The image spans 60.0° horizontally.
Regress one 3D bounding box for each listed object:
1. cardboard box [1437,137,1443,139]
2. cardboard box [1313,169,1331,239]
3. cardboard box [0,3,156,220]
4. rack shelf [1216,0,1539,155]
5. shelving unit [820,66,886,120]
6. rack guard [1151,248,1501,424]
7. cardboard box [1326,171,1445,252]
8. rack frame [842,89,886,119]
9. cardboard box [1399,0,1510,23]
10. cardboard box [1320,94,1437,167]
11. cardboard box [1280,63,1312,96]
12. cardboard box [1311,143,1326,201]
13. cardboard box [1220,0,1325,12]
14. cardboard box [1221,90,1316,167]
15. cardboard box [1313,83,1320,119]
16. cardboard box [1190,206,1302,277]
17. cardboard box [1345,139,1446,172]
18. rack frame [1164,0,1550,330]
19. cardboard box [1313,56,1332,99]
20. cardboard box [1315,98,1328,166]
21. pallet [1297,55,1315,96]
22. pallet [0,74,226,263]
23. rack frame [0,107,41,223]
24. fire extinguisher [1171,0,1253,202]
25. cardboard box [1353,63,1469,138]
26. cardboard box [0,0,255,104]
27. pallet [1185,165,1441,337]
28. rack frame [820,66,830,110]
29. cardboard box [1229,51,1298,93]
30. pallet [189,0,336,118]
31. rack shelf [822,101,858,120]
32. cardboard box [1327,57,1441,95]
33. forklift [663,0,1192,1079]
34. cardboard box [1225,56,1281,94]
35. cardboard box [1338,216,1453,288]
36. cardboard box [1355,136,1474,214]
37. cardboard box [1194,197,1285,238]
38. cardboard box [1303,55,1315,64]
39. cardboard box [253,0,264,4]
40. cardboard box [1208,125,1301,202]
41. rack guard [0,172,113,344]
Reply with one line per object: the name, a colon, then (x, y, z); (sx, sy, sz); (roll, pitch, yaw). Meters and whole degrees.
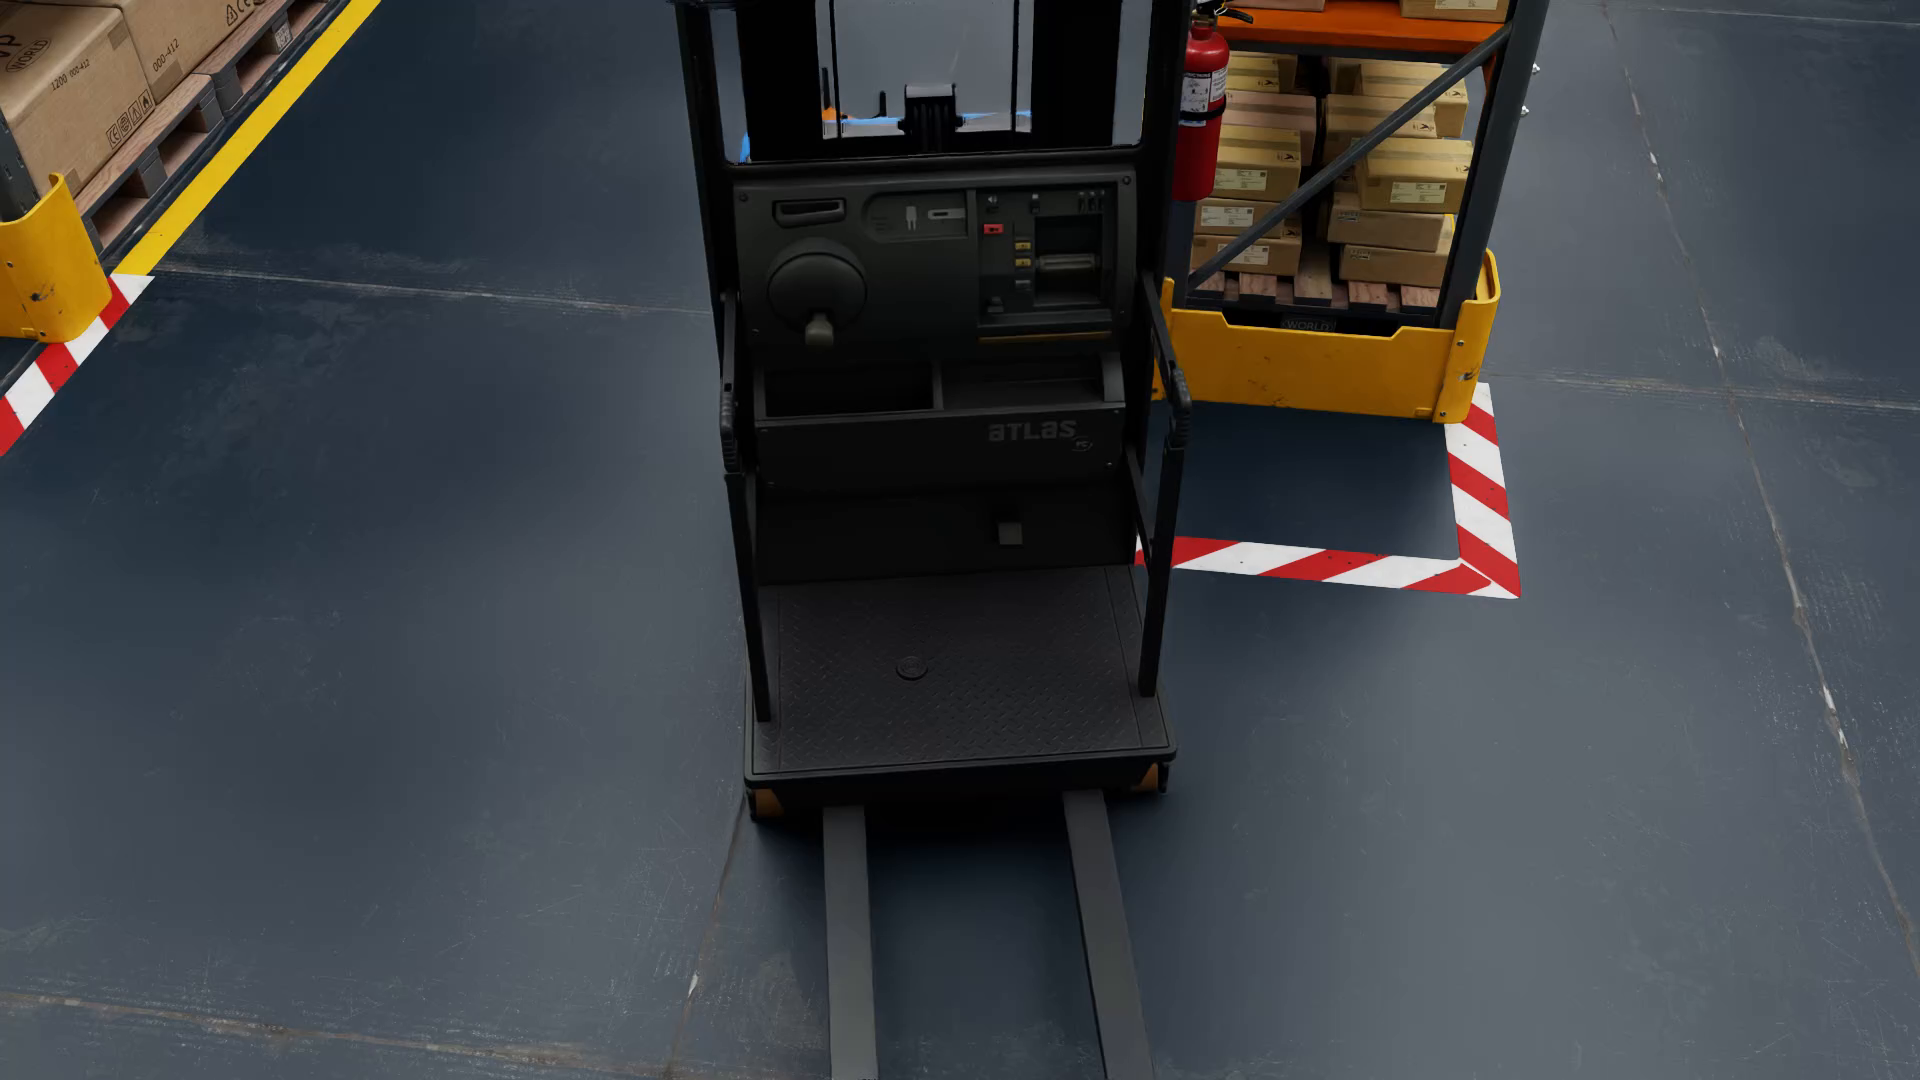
cardboard box: (1.670, -1.678, 6.392); (0.380, 0.149, 0.250); (7, 44, 7)
cardboard box: (1.508, -1.229, 6.134); (0.380, 0.149, 0.250); (5, 44, 5)
cardboard box: (-3.764, -1.660, 6.379); (0.875, 0.438, 0.875); (4, 44, 4)
rack shelf: (1.432, -2.699, 6.442); (1.077, 0.370, 4.000); (5, 44, 6)
shelving unit: (-0.394, -1.032, 5.576); (0.252, 1.050, 0.215); (29, 50, 27)
rack guard: (1.178, -0.742, 5.670); (1.175, 0.500, 0.348); (5, 44, 6)
cardboard box: (1.491, -1.157, 5.842); (0.380, 0.149, 0.250); (7, 44, 7)
rack frame: (-0.299, -0.980, 5.521); (0.008, 1.050, 0.200); (29, 50, 27)
cardboard box: (1.535, -1.697, 5.044); (0.380, 0.149, 0.250); (5, 44, 5)
cardboard box: (1.491, -1.456, 5.941); (0.380, 0.149, 0.250); (6, 44, 6)
cardboard box: (1.159, -1.737, 6.454); (0.380, 0.149, 0.250); (5, 44, 5)
cardboard box: (1.534, -1.399, 6.313); (0.380, 0.149, 0.250); (6, 44, 6)
cardboard box: (0.931, -1.754, 5.104); (0.380, 0.149, 0.250); (5, 44, 6)
cardboard box: (1.077, -1.481, 5.968); (0.380, 0.149, 0.250); (6, 44, 6)
cardboard box: (1.615, -1.745, 6.680); (0.380, 0.149, 0.250); (5, 44, 6)
cardboard box: (1.031, -1.093, 5.990); (0.380, 0.149, 0.250); (6, 44, 6)
cardboard box: (1.584, -1.338, 6.033); (0.380, 0.149, 0.250); (5, 44, 5)
rack frame: (1.168, -1.598, 4.756); (1.000, 3.000, 0.127); (5, 44, 6)
cardboard box: (1.611, -1.867, 6.592); (0.380, 0.149, 0.250); (3, 44, 3)
cardboard box: (1.528, -1.513, 6.218); (0.380, 0.149, 0.250); (6, 44, 6)
pallet: (1.484, -2.016, 7.226); (1.003, 0.211, 1.213); (5, 44, 6)
pallet: (-3.724, -1.518, 6.700); (1.003, 0.211, 1.213); (5, 44, 6)
rack frame: (-3.752, -1.979, 5.158); (1.000, 3.000, 0.127); (5, 44, 6)
fire extinguisher: (0.677, -1.304, 4.773); (0.296, 0.674, 0.183); (5, 44, 6)
cardboard box: (1.651, -1.616, 6.110); (0.380, 0.149, 0.250); (5, 44, 5)
cardboard box: (-3.651, -2.284, 7.039); (0.875, 0.438, 0.875); (6, 44, 7)
pallet: (1.320, -1.187, 6.350); (1.003, 0.211, 1.213); (5, 44, 6)
rack frame: (-0.490, -1.084, 5.631); (0.008, 1.050, 0.200); (29, 50, 27)
cardboard box: (1.082, -1.839, 6.346); (0.380, 0.149, 0.250); (4, 44, 4)
pallet: (-3.560, -2.347, 7.575); (1.003, 0.211, 1.213); (5, 44, 6)
rack shelf: (-0.394, -1.231, 5.388); (0.240, 0.259, 0.215); (29, 50, 27)
cardboard box: (1.602, -1.793, 6.297); (0.380, 0.149, 0.250); (3, 44, 3)
forklift: (-0.032, -0.567, 3.717); (1.130, 2.935, 3.031); (-3, 44, -3)
cardboard box: (0.985, -1.669, 6.166); (0.380, 0.149, 0.250); (4, 44, 5)
cardboard box: (1.554, -1.043, 5.938); (0.380, 0.149, 0.250); (6, 44, 6)
cardboard box: (1.574, -1.257, 5.731); (0.380, 0.149, 0.250); (3, 44, 4)
cardboard box: (0.955, -1.208, 5.896); (0.380, 0.149, 0.250); (4, 44, 4)
cardboard box: (1.605, -2.056, 6.791); (0.380, 0.149, 0.250); (7, 44, 8)
cardboard box: (-3.531, -2.899, 7.688); (0.875, 0.438, 0.875); (4, 44, 4)
cardboard box: (0.987, -1.315, 5.792); (0.380, 0.149, 0.250); (6, 44, 6)
rack guard: (-3.755, -1.055, 6.000); (1.175, 0.500, 0.348); (5, 44, 6)
